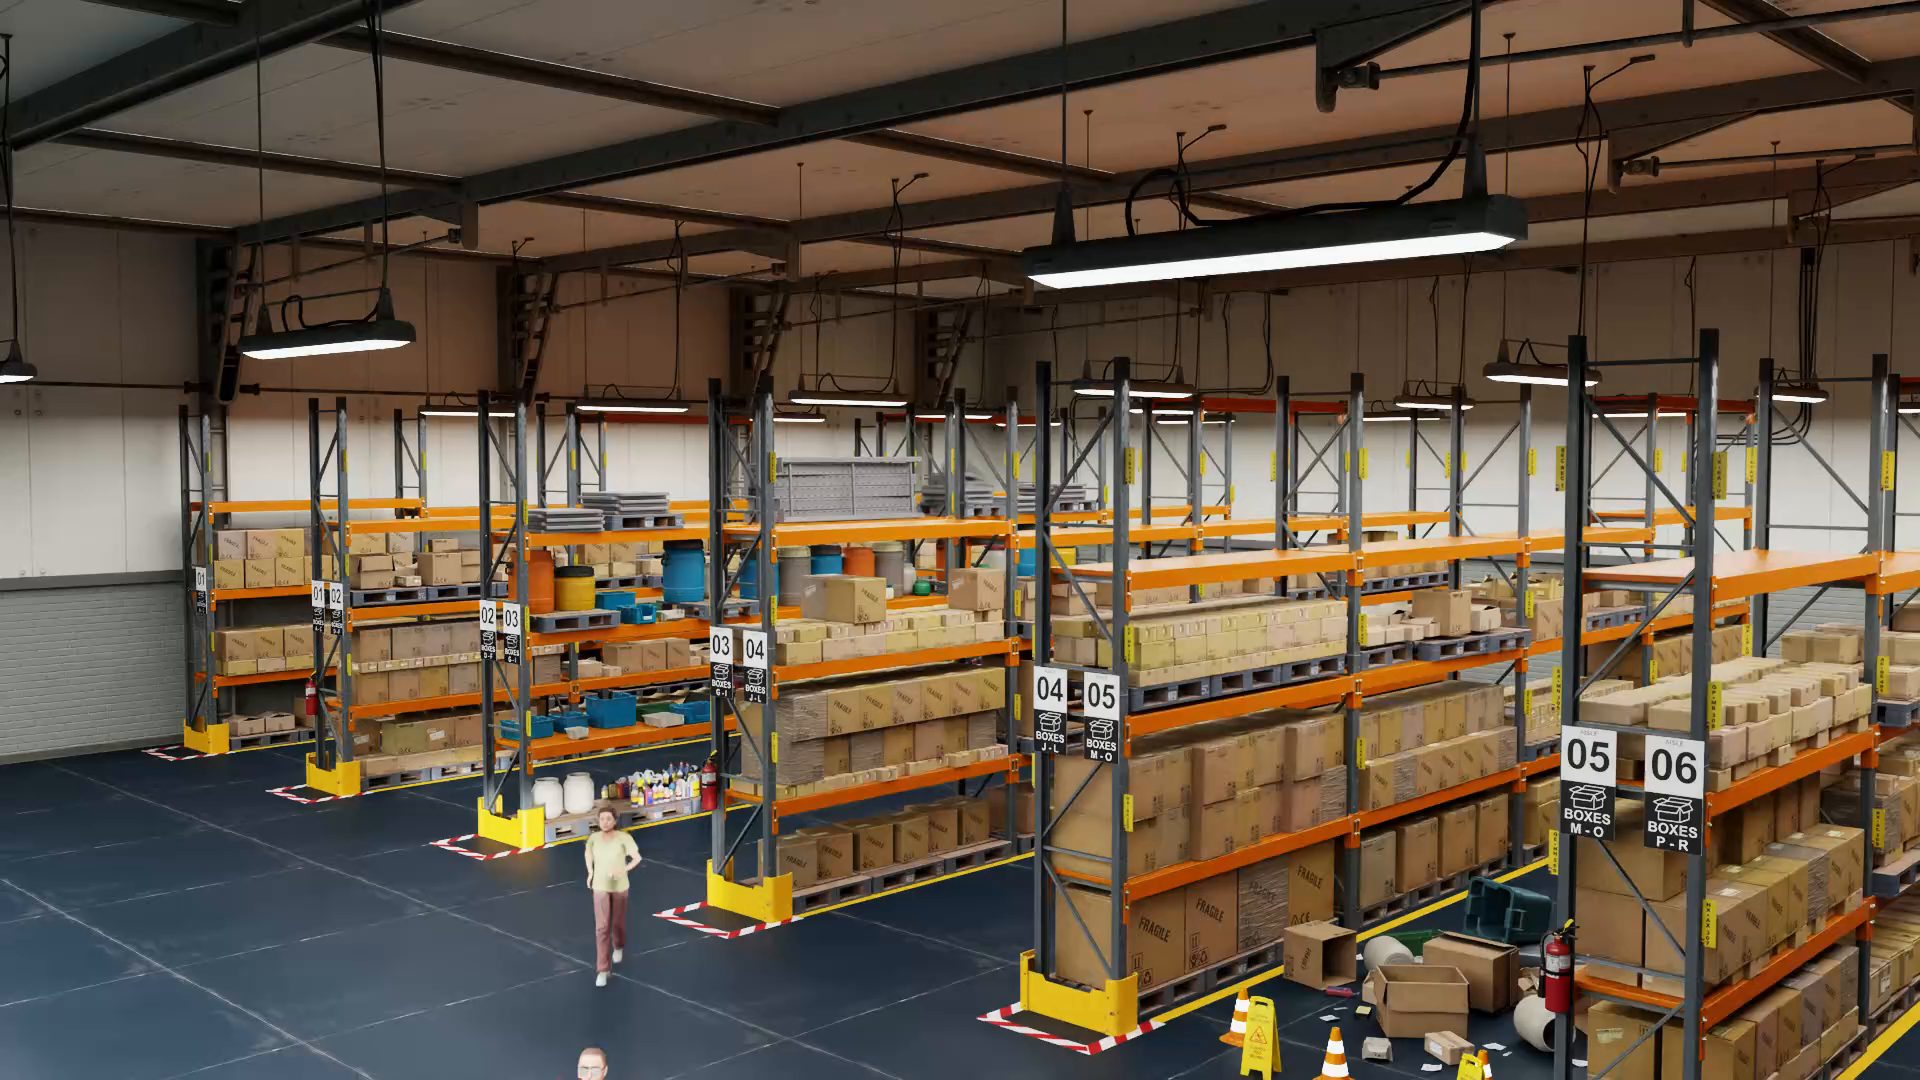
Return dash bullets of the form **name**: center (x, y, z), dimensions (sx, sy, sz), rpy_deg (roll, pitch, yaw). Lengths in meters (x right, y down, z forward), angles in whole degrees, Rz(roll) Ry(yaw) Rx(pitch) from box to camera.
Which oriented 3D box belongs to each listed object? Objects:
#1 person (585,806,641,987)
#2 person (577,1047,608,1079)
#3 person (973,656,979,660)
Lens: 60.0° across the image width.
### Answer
- **person**: center (-3.411, 3.431, 16.322), dimensions (0.570, 1.665, 0.910), rpy_deg (0, 3, -4)
- **person**: center (-2.135, 3.801, 9.719), dimensions (0.676, 1.711, 0.810), rpy_deg (0, 3, -4)
- **person**: center (0.482, 2.380, 32.876), dimensions (0.718, 1.764, 1.024), rpy_deg (2, 4, 31)
